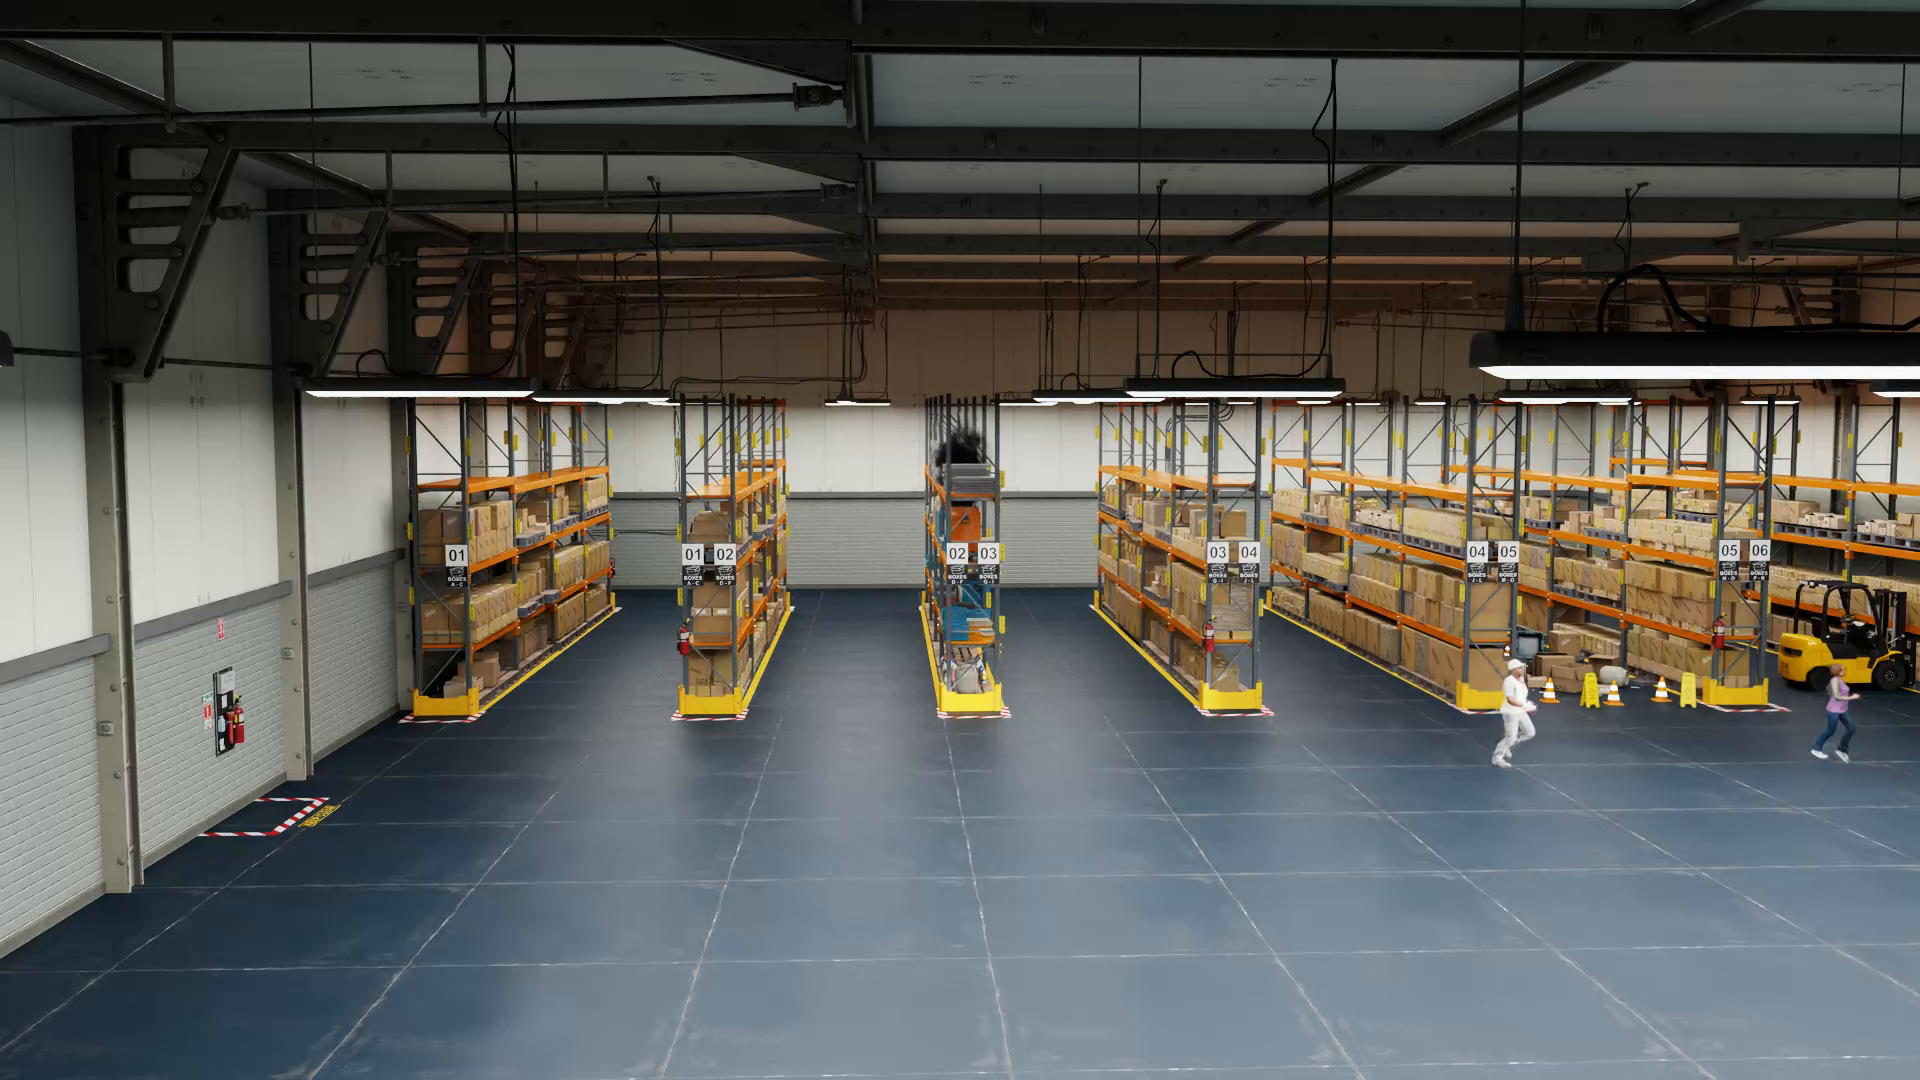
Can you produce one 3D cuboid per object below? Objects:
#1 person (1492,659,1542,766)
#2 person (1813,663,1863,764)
[{"bbox_3d":[8.923,2.746,26.516,0.779,1.732,0.711,4,6,40],"label":"person"},{"bbox_3d":[14.213,2.805,26.867,0.720,1.644,0.522,4,6,45],"label":"person"}]
